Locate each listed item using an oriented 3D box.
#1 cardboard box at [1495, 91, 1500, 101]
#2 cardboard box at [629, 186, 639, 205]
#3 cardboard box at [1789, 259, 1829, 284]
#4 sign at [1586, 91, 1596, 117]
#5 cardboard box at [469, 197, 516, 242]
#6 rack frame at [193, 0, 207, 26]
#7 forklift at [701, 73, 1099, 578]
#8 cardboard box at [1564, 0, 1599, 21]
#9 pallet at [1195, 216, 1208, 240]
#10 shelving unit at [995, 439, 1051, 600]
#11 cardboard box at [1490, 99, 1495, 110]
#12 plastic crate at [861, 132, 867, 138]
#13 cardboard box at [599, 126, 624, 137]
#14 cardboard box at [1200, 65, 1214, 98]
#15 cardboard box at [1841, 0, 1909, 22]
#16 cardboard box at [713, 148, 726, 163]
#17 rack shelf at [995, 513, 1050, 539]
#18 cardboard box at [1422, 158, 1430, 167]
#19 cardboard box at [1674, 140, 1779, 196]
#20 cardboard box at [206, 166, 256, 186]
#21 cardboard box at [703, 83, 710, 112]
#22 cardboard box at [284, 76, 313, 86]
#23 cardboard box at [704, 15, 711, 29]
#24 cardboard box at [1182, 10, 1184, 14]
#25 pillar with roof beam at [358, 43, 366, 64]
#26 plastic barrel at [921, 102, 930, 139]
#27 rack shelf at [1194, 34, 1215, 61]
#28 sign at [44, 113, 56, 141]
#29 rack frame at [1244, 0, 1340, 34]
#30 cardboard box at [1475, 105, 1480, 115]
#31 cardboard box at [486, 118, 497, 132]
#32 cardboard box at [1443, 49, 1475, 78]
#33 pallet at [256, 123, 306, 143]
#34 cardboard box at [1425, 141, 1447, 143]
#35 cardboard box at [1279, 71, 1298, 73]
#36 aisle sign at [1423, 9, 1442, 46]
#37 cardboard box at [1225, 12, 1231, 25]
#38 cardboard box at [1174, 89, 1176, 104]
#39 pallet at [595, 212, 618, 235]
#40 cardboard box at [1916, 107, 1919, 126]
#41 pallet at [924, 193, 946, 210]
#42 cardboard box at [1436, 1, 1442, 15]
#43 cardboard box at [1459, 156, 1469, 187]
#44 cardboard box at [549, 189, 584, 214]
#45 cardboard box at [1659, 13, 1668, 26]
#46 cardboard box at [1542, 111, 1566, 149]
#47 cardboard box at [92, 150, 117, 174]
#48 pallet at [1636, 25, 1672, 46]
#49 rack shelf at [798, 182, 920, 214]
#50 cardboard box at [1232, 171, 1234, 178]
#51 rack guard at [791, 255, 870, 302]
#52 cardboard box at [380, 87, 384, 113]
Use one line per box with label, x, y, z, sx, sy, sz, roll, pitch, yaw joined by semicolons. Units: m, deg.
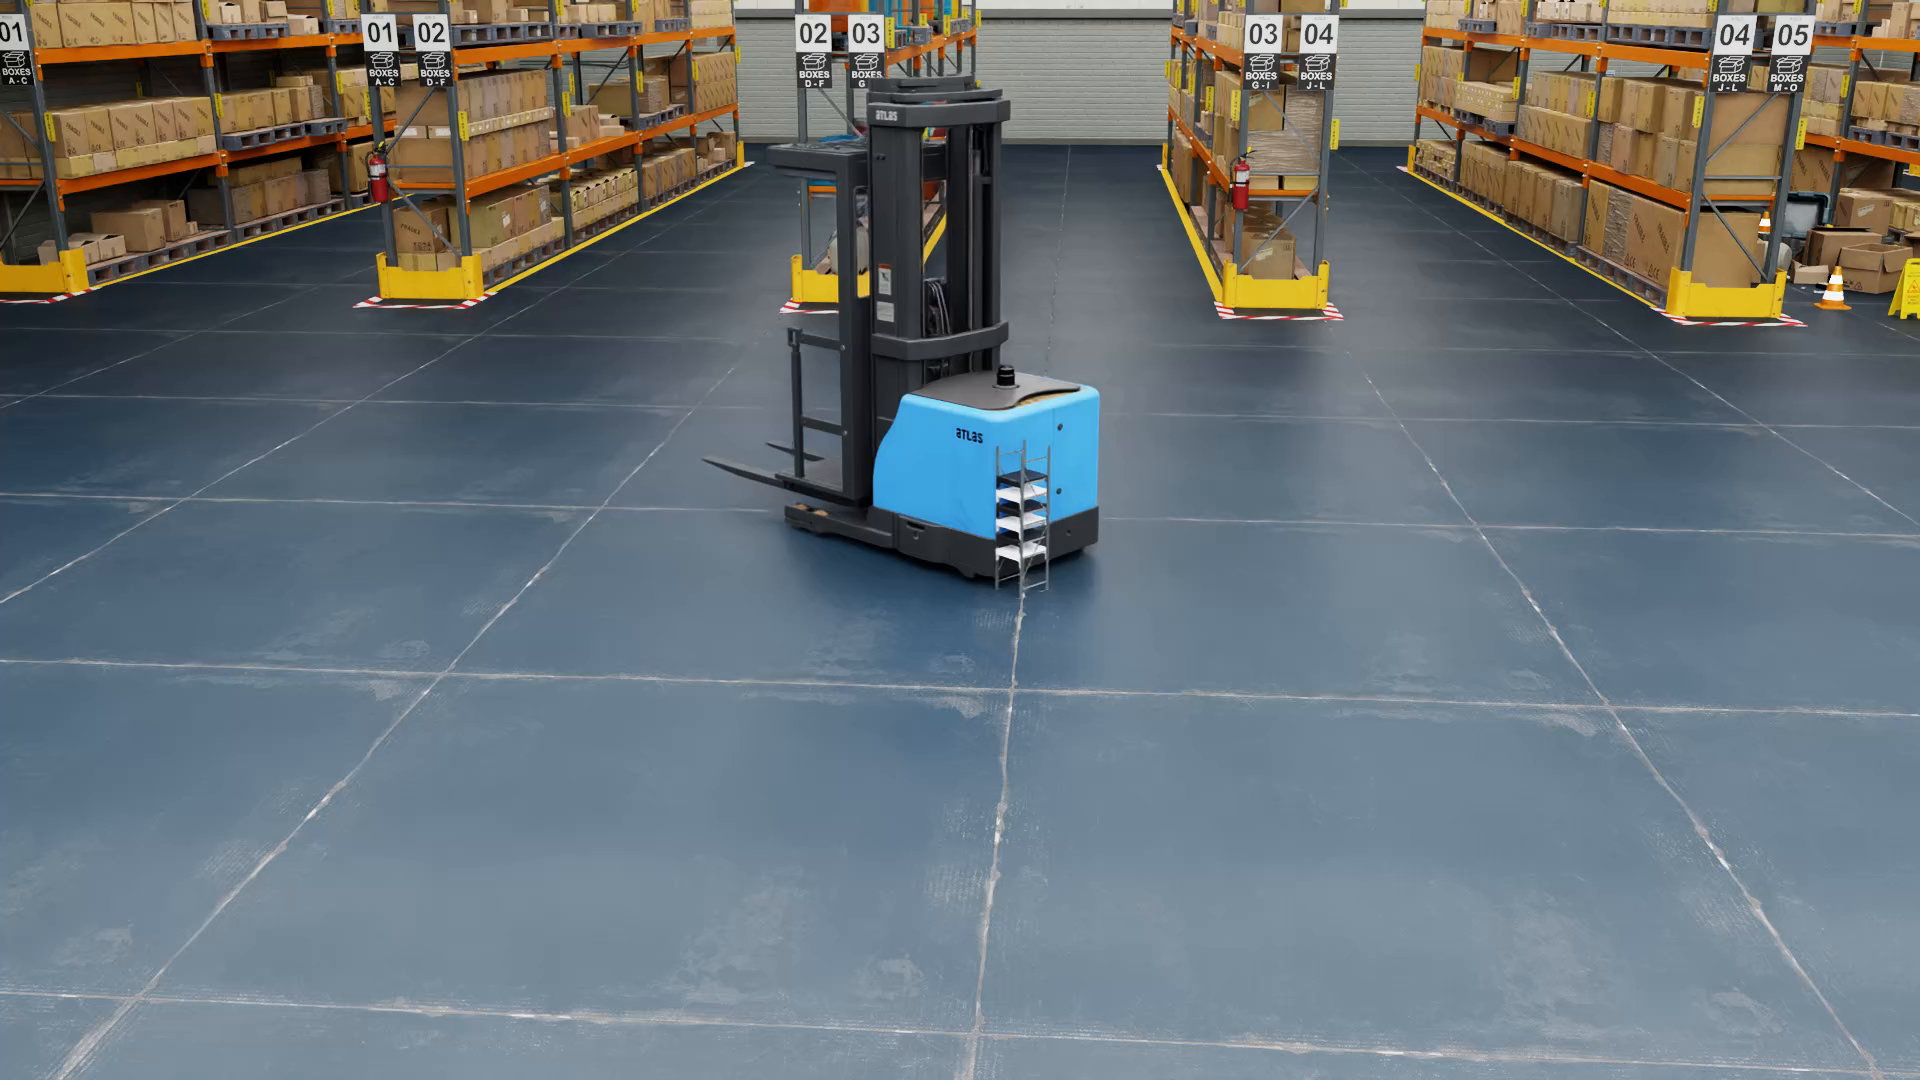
cardboard box;8.725;-7.053;26.405;0.380;0.149;0.250;1;18;3
cardboard box;-5.488;-5.539;26.750;0.500;0.250;0.500;2;18;5
cardboard box;10.554;-3.334;20.670;0.396;0.266;0.258;4;19;13
sign;8.298;-5.729;21.859;0.100;0.325;0.005;1;18;4
cardboard box;-5.950;-4.052;21.008;0.500;0.500;0.500;1;18;4
rack frame;-10.922;-8.532;22.511;1.000;3.000;0.127;1;18;4
forklift;-0.535;-1.528;10.878;3.031;2.935;1.130;16;24;40
cardboard box;8.746;-7.387;23.141;0.500;0.311;0.500;1;18;2
pallet;4.039;-4.647;24.765;1.003;0.211;1.213;1;18;4
shelving unit;0.371;-0.121;9.848;0.258;0.900;0.210;-16;24;-41
cardboard box;8.742;-7.000;26.720;0.380;0.149;0.250;2;18;5
plastic crate;-1.204;-5.271;22.292;0.767;0.338;0.504;1;18;4
cardboard box;-5.483;-6.410;26.071;0.380;0.149;0.250;1;18;4
cardboard box;4.305;-7.546;27.362;0.797;0.503;0.637;2;18;5
cardboard box;13.948;-8.166;25.368;0.797;0.503;0.637;0;18;1
cardboard box;-5.011;-7.733;33.414;0.500;0.250;0.500;1;18;4
rack shelf;0.371;-0.090;9.859;0.258;0.077;0.200;-16;24;-41
cardboard box;9.268;-7.387;32.553;0.380;0.149;0.250;2;18;5
cardboard box;8.535;-4.153;18.539;0.875;0.550;0.550;1;18;4
cardboard box;-10.857;-5.425;24.766;0.500;0.250;0.500;1;18;3
cardboard box;-5.065;-8.416;31.629;0.500;0.500;0.500;2;18;5
cardboard box;-10.630;-7.381;26.722;0.380;0.149;0.250;-1;18;-3
cardboard box;-5.048;-9.867;31.642;0.500;0.250;0.500;1;18;4
cardboard box;4.627;-10.300;31.728;0.700;0.500;0.500;0;18;0
pillar with roof beam;-6.867;-11.158;30.523;9.100;9.000;0.400;1;18;4
plastic barrel;-0.710;-5.812;23.038;0.600;0.901;0.708;1;18;4
rack shelf;4.044;-7.055;23.974;1.077;0.370;4.000;1;18;4
sign;-10.667;-4.839;19.482;0.100;0.325;0.005;1;18;4
rack frame;3.613;-6.958;17.707;1.000;3.000;0.127;1;18;4
cardboard box;8.817;-7.177;27.737;0.380;0.149;0.250;0;18;1
cardboard box;-5.952;-5.123;20.539;0.380;0.149;0.250;1;18;2
cardboard box;9.260;-8.828;30.803;0.500;0.500;0.500;2;18;5
pallet;-10.736;-6.217;25.387;1.003;0.211;1.213;1;18;4
cardboard box;9.424;-7.819;32.916;0.380;0.149;0.250;2;18;5
cardboard box;4.142;-5.868;21.770;0.500;0.500;0.500;1;18;4
aisle sign;9.406;-10.200;33.058;0.394;0.787;0.004;1;18;4
cardboard box;3.497;-6.474;20.645;0.380;0.149;0.250;1;18;3
cardboard box;4.315;-8.367;31.404;0.500;0.250;0.500;2;18;5
pallet;-5.882;-4.857;25.406;1.003;0.211;1.213;1;18;4
cardboard box;13.666;-5.980;23.043;0.500;0.500;0.500;2;18;6
pallet;-0.738;-5.623;27.746;1.003;0.211;1.213;1;18;4
cardboard box;9.325;-10.077;31.481;0.500;0.250;0.500;1;18;5
cardboard box;9.096;-6.481;29.223;0.500;0.500;0.500;2;18;6
cardboard box;-5.702;-4.854;23.762;0.500;0.311;0.500;1;18;4
cardboard box;8.331;-6.024;19.241;0.380;0.149;0.250;1;18;4
cardboard box;8.717;-5.895;23.936;0.500;0.500;0.500;1;18;3
cardboard box;-10.834;-4.684;20.608;0.500;0.250;0.500;1;18;2
pallet;8.681;-5.959;19.618;1.003;0.211;1.213;1;18;4
rack shelf;-1.183;-4.497;20.987;1.077;0.370;4.000;1;18;4
cardboard box;3.501;-4.470;20.151;0.380;0.149;0.250;1;18;4
rack guard;-1.368;-3.055;19.443;1.175;0.500;0.348;1;18;4
cardboard box;-10.261;-7.584;28.581;0.500;0.500;0.500;1;18;4
